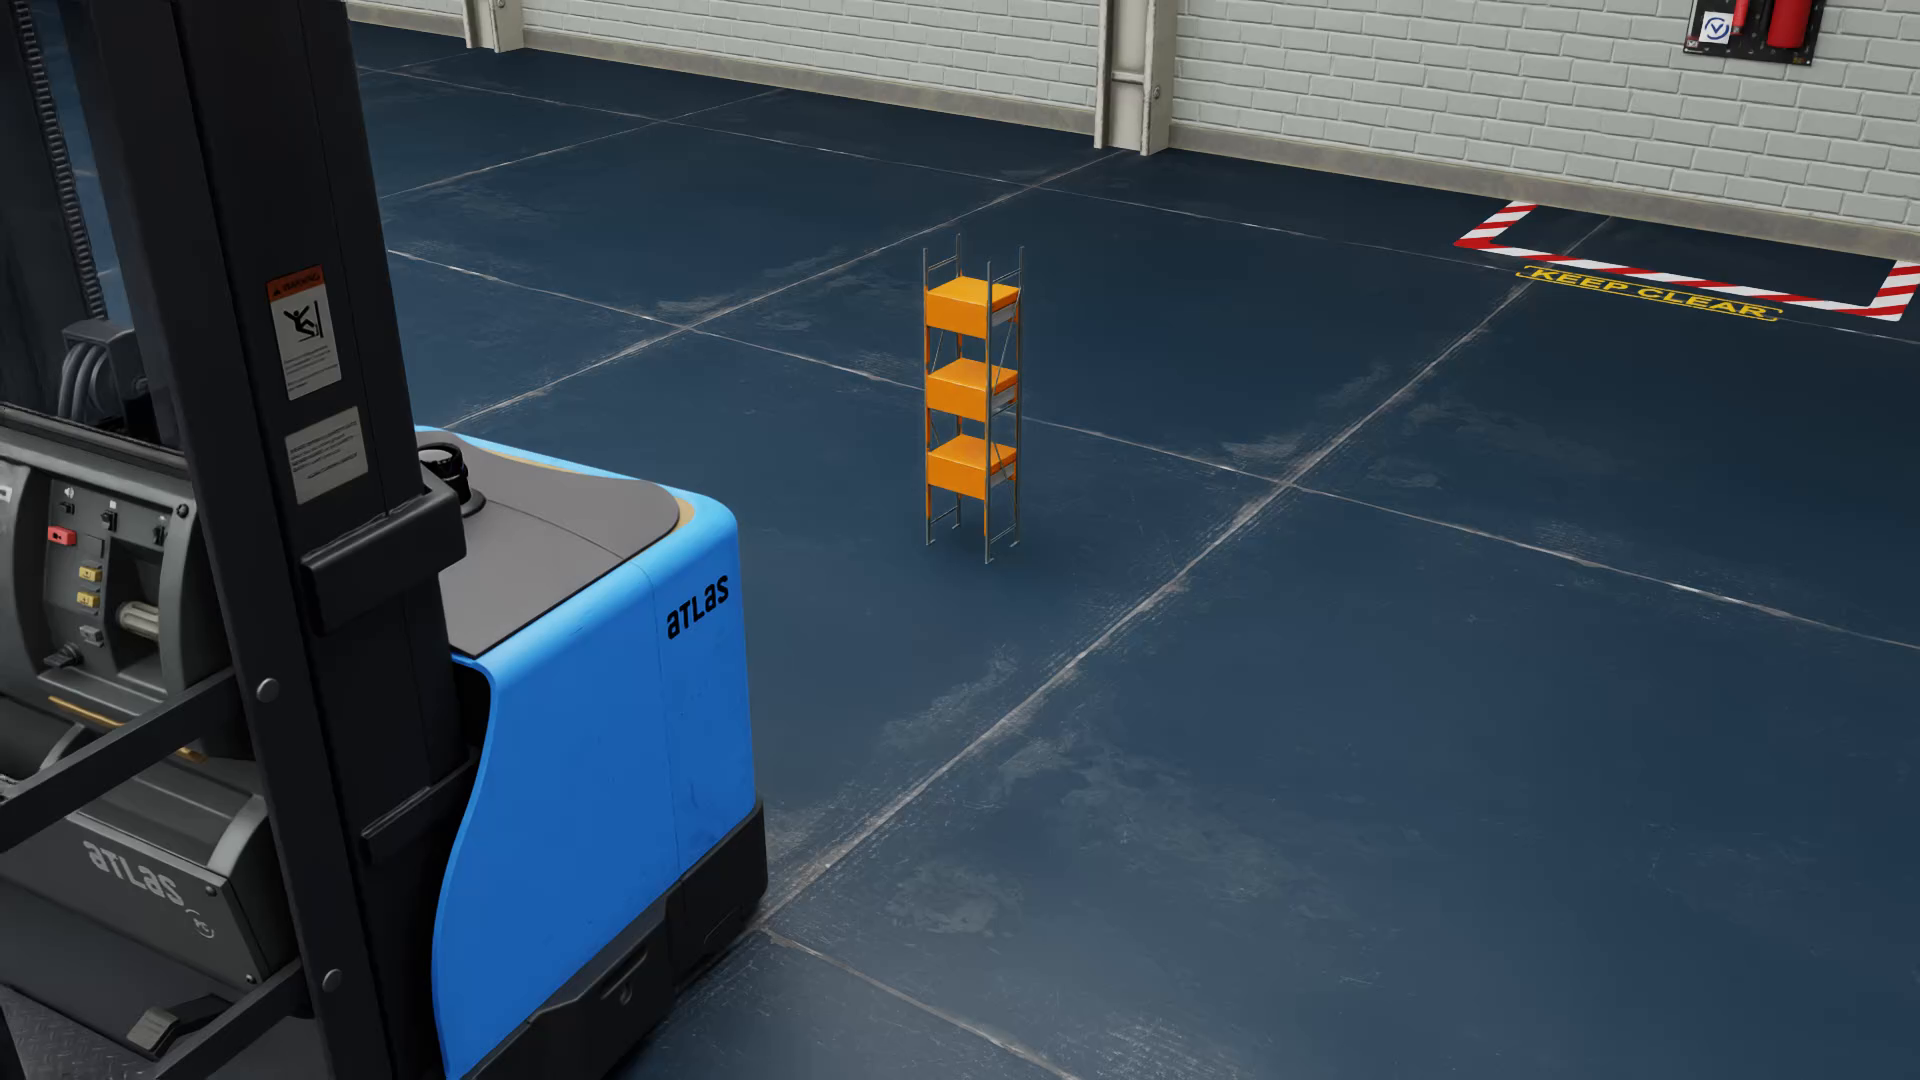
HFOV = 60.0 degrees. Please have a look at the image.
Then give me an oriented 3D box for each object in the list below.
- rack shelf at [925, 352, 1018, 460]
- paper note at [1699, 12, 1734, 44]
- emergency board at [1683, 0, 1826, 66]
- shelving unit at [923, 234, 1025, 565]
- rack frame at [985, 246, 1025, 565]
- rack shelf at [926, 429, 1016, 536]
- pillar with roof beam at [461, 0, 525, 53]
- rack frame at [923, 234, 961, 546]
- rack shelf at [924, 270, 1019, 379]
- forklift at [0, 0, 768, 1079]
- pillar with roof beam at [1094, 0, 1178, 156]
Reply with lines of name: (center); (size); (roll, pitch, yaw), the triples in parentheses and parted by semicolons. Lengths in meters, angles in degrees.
rack shelf: (0.044, -0.445, 5.490); (0.240, 0.259, 0.215); (17, 32, 30)
paper note: (3.934, -2.665, 8.650); (0.142, 0.148, 0.016); (17, 32, 30)
emergency board: (4.041, -2.986, 8.310); (0.643, 1.169, 0.194); (17, 32, 30)
shelving unit: (0.044, -0.454, 5.485); (0.252, 1.050, 0.215); (17, 32, 30)
rack frame: (0.145, -0.423, 5.423); (0.008, 1.050, 0.200); (17, 32, 30)
rack shelf: (0.044, -0.197, 5.616); (0.240, 0.259, 0.215); (17, 32, 30)
pillar with roof beam: (-6.272, -6.483, 8.567); (0.400, 9.000, 9.100); (17, 32, 30)
rack frame: (-0.056, -0.485, 5.546); (0.008, 1.050, 0.200); (17, 32, 30)
rack shelf: (0.044, -0.698, 5.361); (0.240, 0.259, 0.215); (17, 32, 30)
forklift: (-1.604, 0.052, 2.416); (1.130, 2.935, 3.031); (14, 30, 25)
pillar with roof beam: (-1.326, -4.942, 5.540); (0.400, 9.000, 9.100); (17, 32, 30)
